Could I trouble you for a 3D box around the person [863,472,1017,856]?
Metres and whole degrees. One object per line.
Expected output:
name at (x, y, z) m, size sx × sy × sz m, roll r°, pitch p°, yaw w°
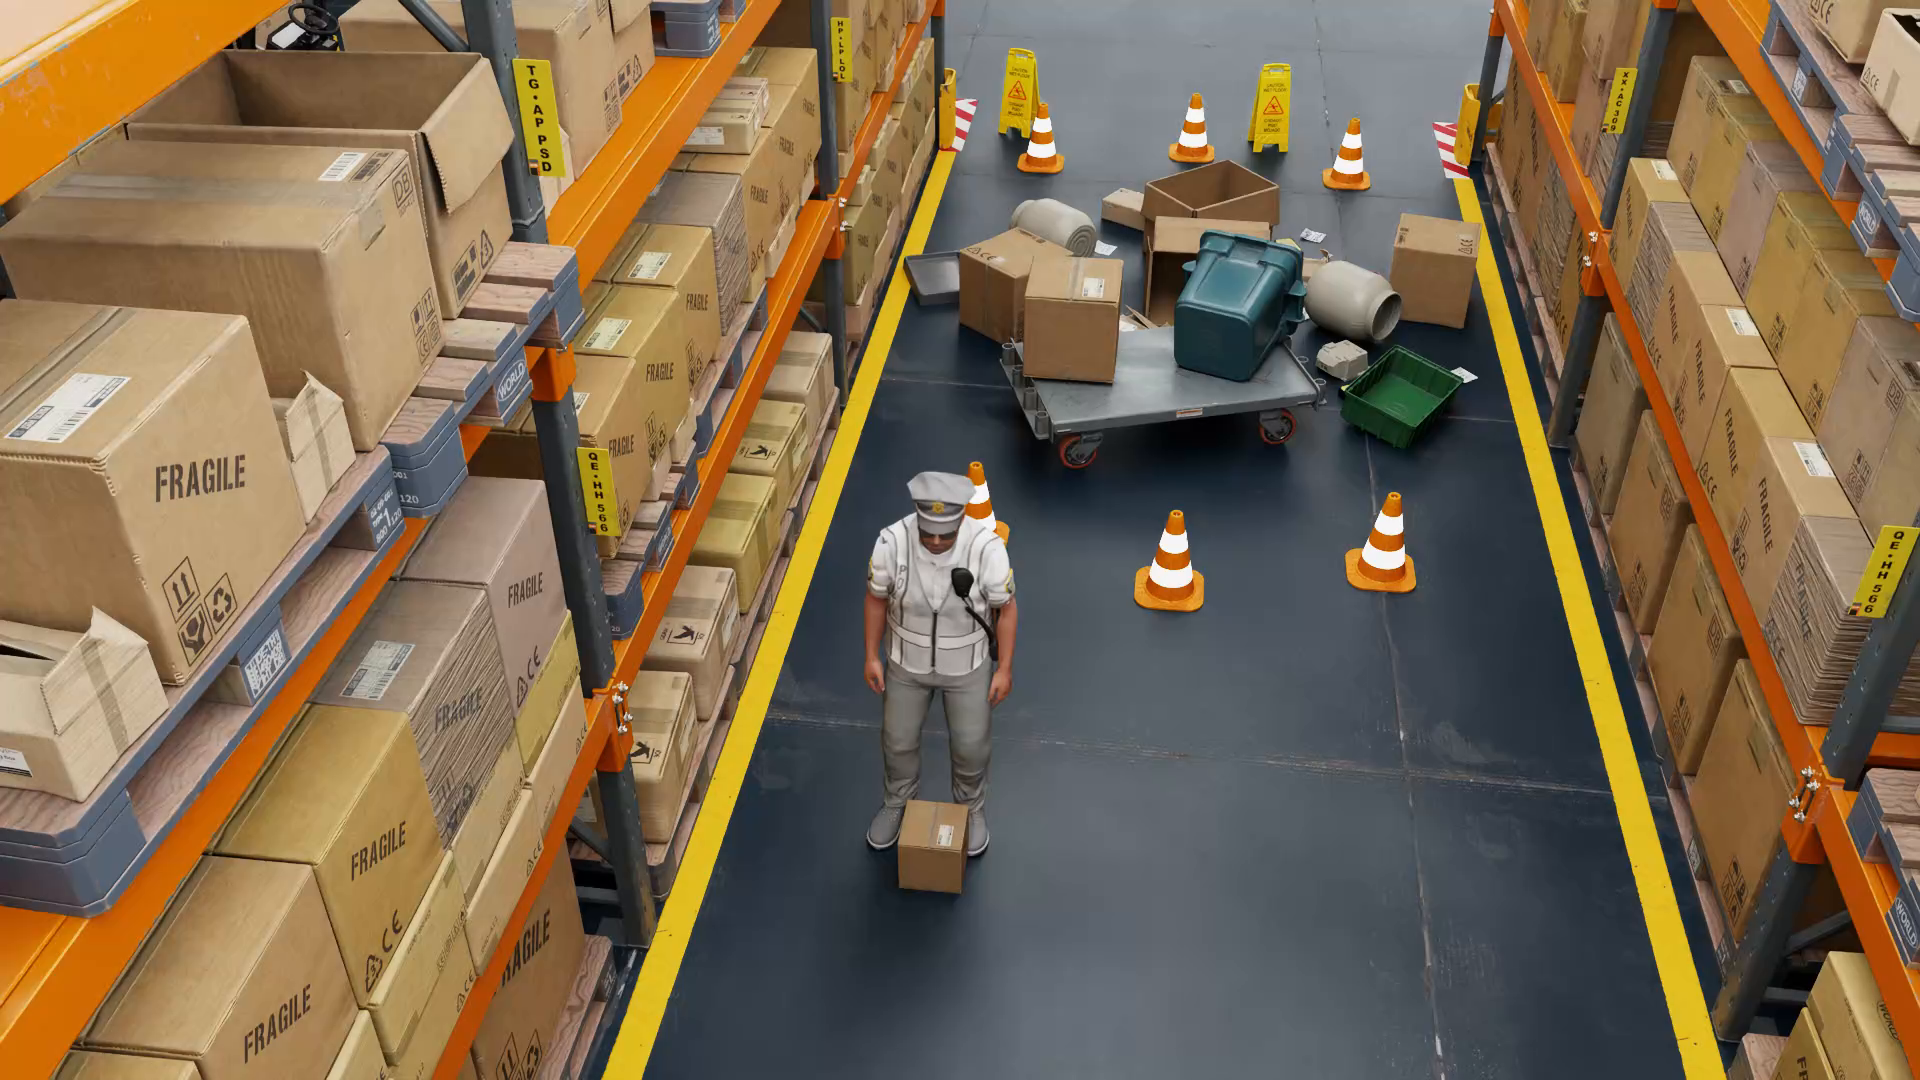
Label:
person at (-0.077, 0.454, 6.406) m, size 0.585 × 1.748 × 0.433 m, roll 4°, pitch 36°, yaw 6°
